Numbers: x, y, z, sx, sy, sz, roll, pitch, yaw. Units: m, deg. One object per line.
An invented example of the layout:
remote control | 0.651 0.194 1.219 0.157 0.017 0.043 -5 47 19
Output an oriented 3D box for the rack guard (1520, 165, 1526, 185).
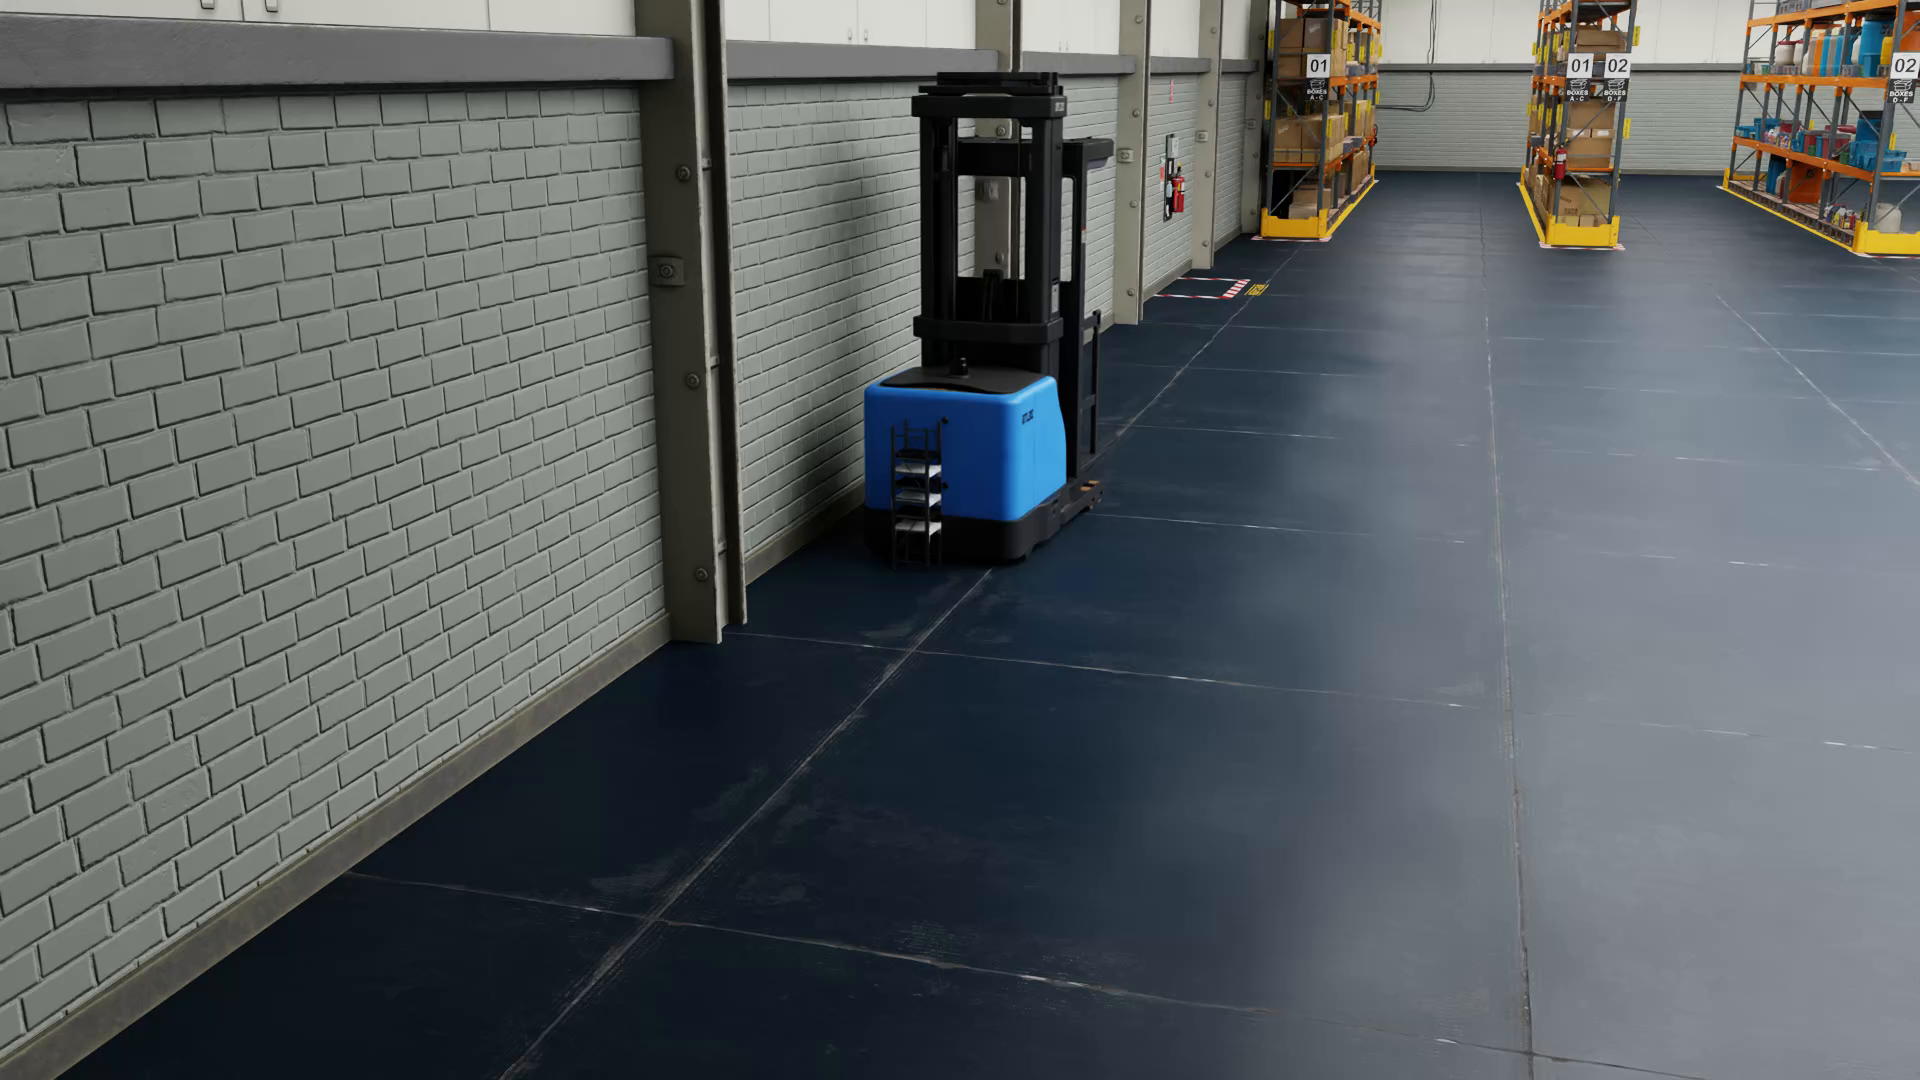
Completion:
rack guard | 15.343 -9.560 43.620 1.175 0.500 0.348 5 16 16

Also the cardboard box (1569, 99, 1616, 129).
cardboard box | 10.977 -7.404 28.876 0.700 0.500 0.500 5 16 16

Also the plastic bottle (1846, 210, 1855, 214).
plastic bottle | 16.050 -5.815 30.019 0.152 0.276 0.135 5 16 16

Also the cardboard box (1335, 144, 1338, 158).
cardboard box | 6.940 -7.422 31.739 0.500 0.250 0.500 5 17 16

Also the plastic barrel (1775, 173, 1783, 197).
plastic barrel | 18.357 -7.889 36.937 0.421 0.512 0.421 0 16 0

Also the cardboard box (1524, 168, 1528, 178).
cardboard box | 14.796 -9.421 42.779 0.500 0.250 0.500 5 16 16

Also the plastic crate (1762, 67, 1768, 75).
plastic crate | 18.806 -10.827 38.394 0.450 0.188 0.662 5 16 16

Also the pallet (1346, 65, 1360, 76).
pallet | 7.481 -9.533 33.788 1.213 0.211 1.003 5 16 16

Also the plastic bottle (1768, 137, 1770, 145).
plastic bottle | 18.288 -9.015 37.479 0.097 0.201 0.097 0 16 0

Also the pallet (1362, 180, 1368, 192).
pallet | 9.768 -8.971 42.071 1.003 0.211 1.213 5 16 16

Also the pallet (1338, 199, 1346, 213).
pallet | 7.768 -7.209 35.859 1.003 0.211 1.213 5 16 16

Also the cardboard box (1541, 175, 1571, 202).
cardboard box | 11.522 -6.786 32.153 0.500 0.500 0.500 5 16 16

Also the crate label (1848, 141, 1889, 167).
crate label | 15.829 -6.731 29.000 0.502 0.435 0.616 5 16 16

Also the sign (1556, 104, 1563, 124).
sign | 10.301 -7.314 28.561 0.100 0.325 0.005 5 16 16

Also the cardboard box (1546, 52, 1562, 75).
cardboard box | 13.183 -10.298 35.958 0.910 0.500 0.500 5 16 16

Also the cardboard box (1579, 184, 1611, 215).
cardboard box | 11.323 -6.091 29.702 0.500 0.500 0.500 5 16 16

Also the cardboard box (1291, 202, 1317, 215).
cardboard box | 6.512 -6.221 31.388 0.500 0.311 0.500 6 17 20

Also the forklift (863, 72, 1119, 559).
forklift | 0.381 -1.651 11.280 1.130 2.935 3.031 6 17 20

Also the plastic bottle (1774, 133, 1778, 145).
plastic bottle | 18.091 -8.867 36.829 0.097 0.271 0.097 0 16 0

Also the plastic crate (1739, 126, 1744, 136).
plastic crate | 19.540 -10.135 41.261 0.416 0.233 0.300 5 16 16

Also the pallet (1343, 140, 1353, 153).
pallet | 7.560 -8.123 34.322 1.003 0.211 1.213 5 16 16

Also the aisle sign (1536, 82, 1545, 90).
aisle sign | 15.102 -12.074 43.137 0.394 0.787 0.004 5 16 16

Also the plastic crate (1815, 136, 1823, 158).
plastic crate | 16.717 -7.563 32.027 0.392 0.384 0.575 5 16 16

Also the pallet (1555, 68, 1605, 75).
pallet | 12.669 -9.565 33.903 1.003 0.211 1.213 5 17 18

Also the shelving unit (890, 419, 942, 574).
shelving unit | -0.264 -0.266 10.119 0.258 0.900 0.210 6 17 20

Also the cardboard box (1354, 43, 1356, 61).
cardboard box | 9.026 -11.450 39.214 0.700 0.500 0.500 4 16 15

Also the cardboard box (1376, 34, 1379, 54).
cardboard box | 10.515 -12.805 42.929 0.500 0.500 0.500 5 17 18

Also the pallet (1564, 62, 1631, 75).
pallet | 11.043 -8.180 28.838 1.003 0.211 1.213 5 16 16

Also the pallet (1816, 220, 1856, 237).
pallet | 16.471 -5.744 30.695 1.003 0.211 1.213 5 16 16

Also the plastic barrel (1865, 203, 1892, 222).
plastic barrel | 15.822 -5.526 28.605 0.421 0.512 0.421 0 16 0

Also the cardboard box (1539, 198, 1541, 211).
cardboard box | 11.794 -6.654 33.060 0.500 0.250 0.500 4 16 15

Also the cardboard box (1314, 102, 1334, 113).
cardboard box | 8.221 -9.773 37.650 0.500 0.250 0.500 5 17 17

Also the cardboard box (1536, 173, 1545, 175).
cardboard box | 13.132 -7.962 37.178 0.500 0.500 0.500 5 17 18

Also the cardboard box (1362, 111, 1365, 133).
cardboard box | 9.452 -10.046 39.985 0.500 0.500 0.500 5 17 16

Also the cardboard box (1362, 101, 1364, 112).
cardboard box | 9.290 -10.273 39.410 0.500 0.250 0.500 5 17 17

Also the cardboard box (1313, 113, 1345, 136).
cardboard box | 7.884 -8.881 35.655 0.700 0.500 0.500 5 16 16

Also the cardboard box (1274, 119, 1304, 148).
cardboard box | 5.997 -7.418 30.350 0.500 0.500 0.500 4 16 15

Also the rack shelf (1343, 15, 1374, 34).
rack shelf | 8.909 -11.944 38.499 1.077 0.370 4.000 5 16 16

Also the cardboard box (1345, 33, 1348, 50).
cardboard box | 7.321 -9.856 32.533 0.500 0.500 0.500 3 16 11

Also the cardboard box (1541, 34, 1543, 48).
cardboard box | 15.011 -12.495 41.873 0.700 0.500 0.500 5 16 16

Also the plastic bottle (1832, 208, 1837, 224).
plastic bottle | 15.934 -5.895 30.287 0.061 0.283 0.133 5 17 18

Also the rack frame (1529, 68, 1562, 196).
rack frame | 14.228 -9.736 39.659 1.000 3.000 0.127 5 16 16

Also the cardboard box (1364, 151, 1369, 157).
cardboard box | 10.577 -10.172 43.818 0.380 0.149 0.250 5 17 17

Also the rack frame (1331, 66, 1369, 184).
rack frame | 9.477 -10.120 41.010 1.000 3.000 0.127 5 16 16

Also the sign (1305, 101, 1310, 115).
sign | 7.807 -9.672 37.311 0.100 0.325 0.005 5 16 16

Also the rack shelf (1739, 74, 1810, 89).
rack shelf | 19.544 -10.972 39.835 1.077 0.370 4.000 5 16 16

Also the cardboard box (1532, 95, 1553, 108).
cardboard box | 14.697 -10.949 41.917 0.500 0.500 0.500 5 17 17

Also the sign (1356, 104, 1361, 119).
sign | 8.863 -9.552 37.034 0.100 0.325 0.005 5 16 16

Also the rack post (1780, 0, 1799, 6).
rack post | 18.706 -11.983 36.725 0.937 0.300 0.954 4 16 15

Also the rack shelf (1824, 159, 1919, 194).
rack shelf | 16.134 -6.389 29.176 1.077 0.370 4.000 5 16 16

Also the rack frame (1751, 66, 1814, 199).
rack frame | 18.976 -9.351 38.301 1.000 3.000 0.127 5 16 16

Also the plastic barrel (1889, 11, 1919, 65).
plastic barrel | 15.582 -8.201 27.191 0.600 0.830 0.708 5 16 16
